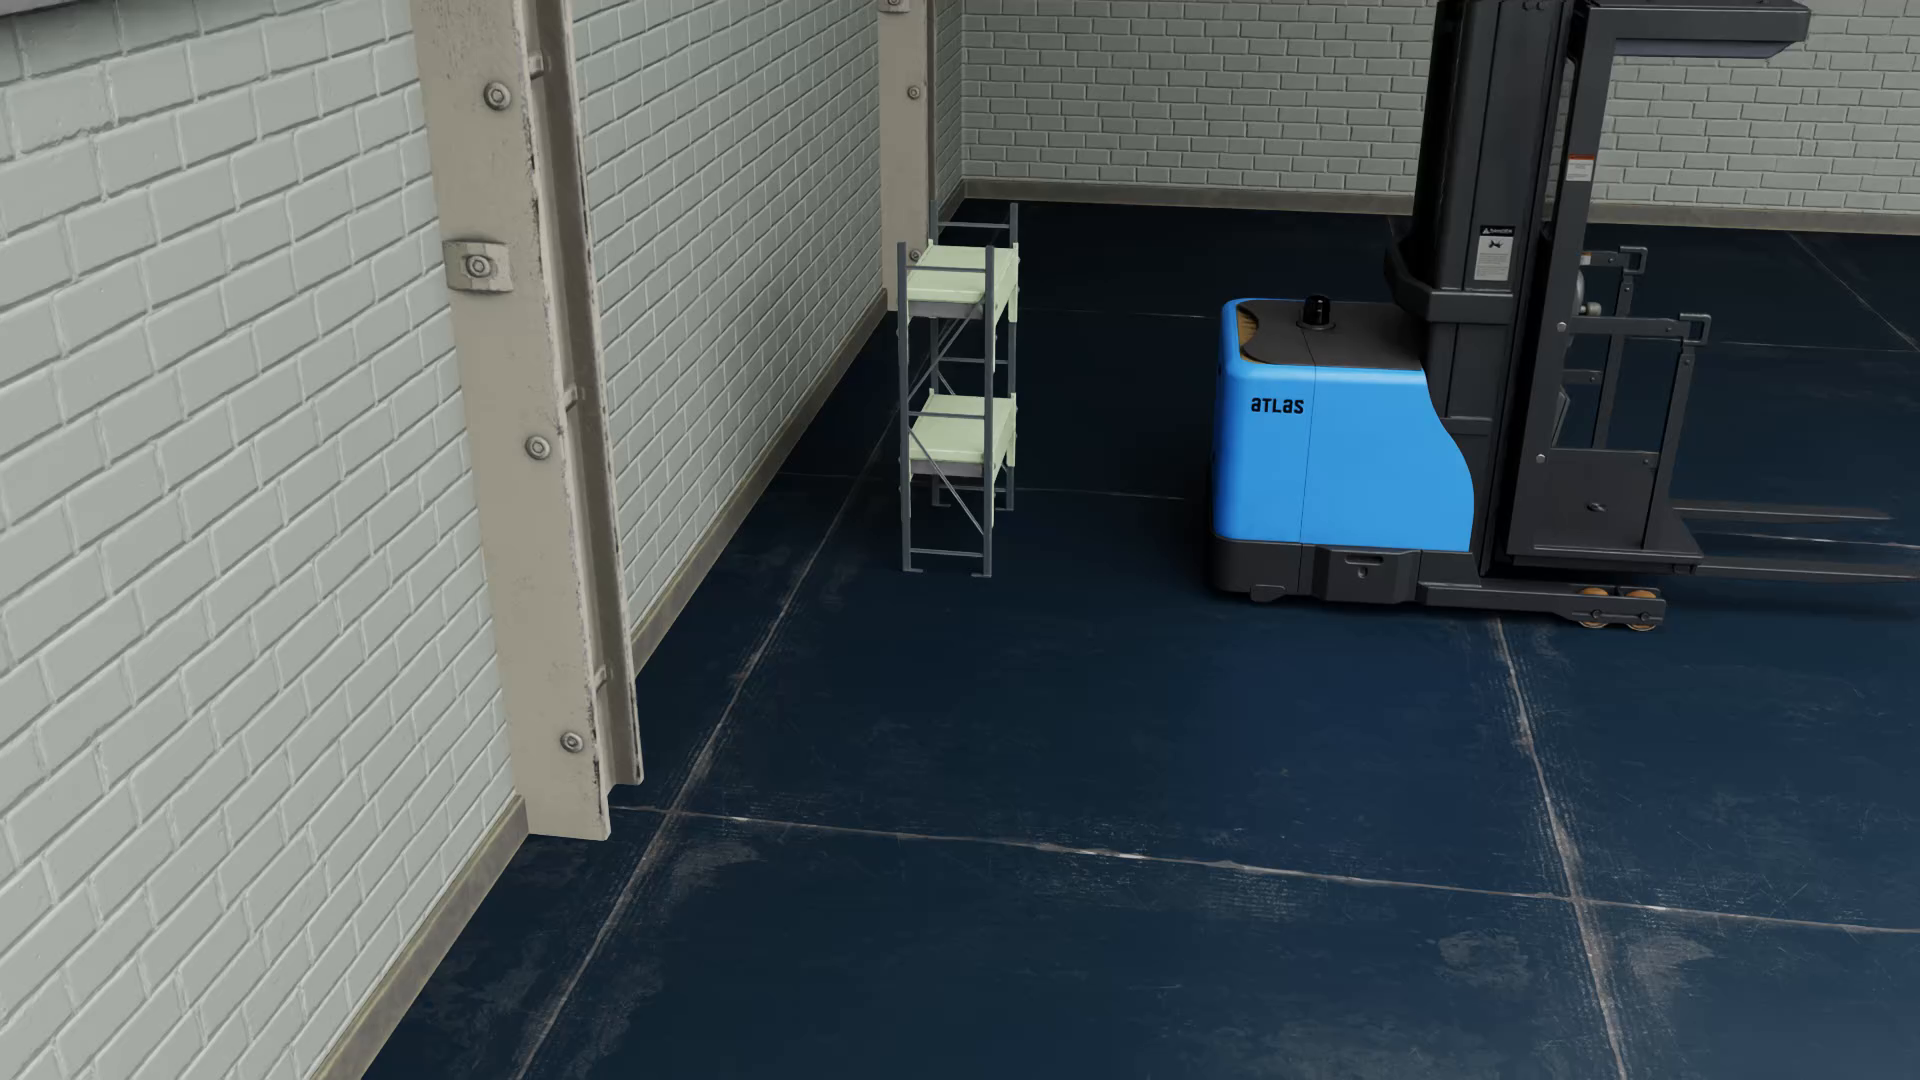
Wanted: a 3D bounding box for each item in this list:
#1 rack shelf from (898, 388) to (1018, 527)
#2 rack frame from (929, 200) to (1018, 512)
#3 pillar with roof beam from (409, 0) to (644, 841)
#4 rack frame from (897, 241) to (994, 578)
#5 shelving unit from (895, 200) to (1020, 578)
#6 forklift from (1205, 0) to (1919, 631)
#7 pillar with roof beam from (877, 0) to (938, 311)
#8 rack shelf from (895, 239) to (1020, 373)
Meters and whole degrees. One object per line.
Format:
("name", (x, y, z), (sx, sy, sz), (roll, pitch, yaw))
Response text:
("rack shelf", (0.001, -0.387, 7.576), (0.431, 0.370, 0.720), (4, 25, 9))
("rack frame", (0.061, -0.835, 7.765), (0.400, 1.500, 0.023), (4, 25, 9))
("pillar with roof beam", (2.936, -2.860, 3.245), (9.100, 9.000, 0.400), (4, 25, 9))
("rack frame", (-0.059, -0.529, 7.111), (0.400, 1.500, 0.023), (4, 25, 9))
("shelving unit", (0.001, -0.682, 7.438), (0.431, 1.500, 0.755), (4, 25, 9))
("forklift", (2.627, -1.187, 6.830), (3.031, 2.935, 1.130), (3, 25, 6))
("pillar with roof beam", (3.917, -5.369, 8.606), (9.100, 9.000, 0.400), (4, 25, 9))
("rack shelf", (0.001, -1.036, 7.273), (0.431, 0.370, 0.720), (4, 25, 9))
